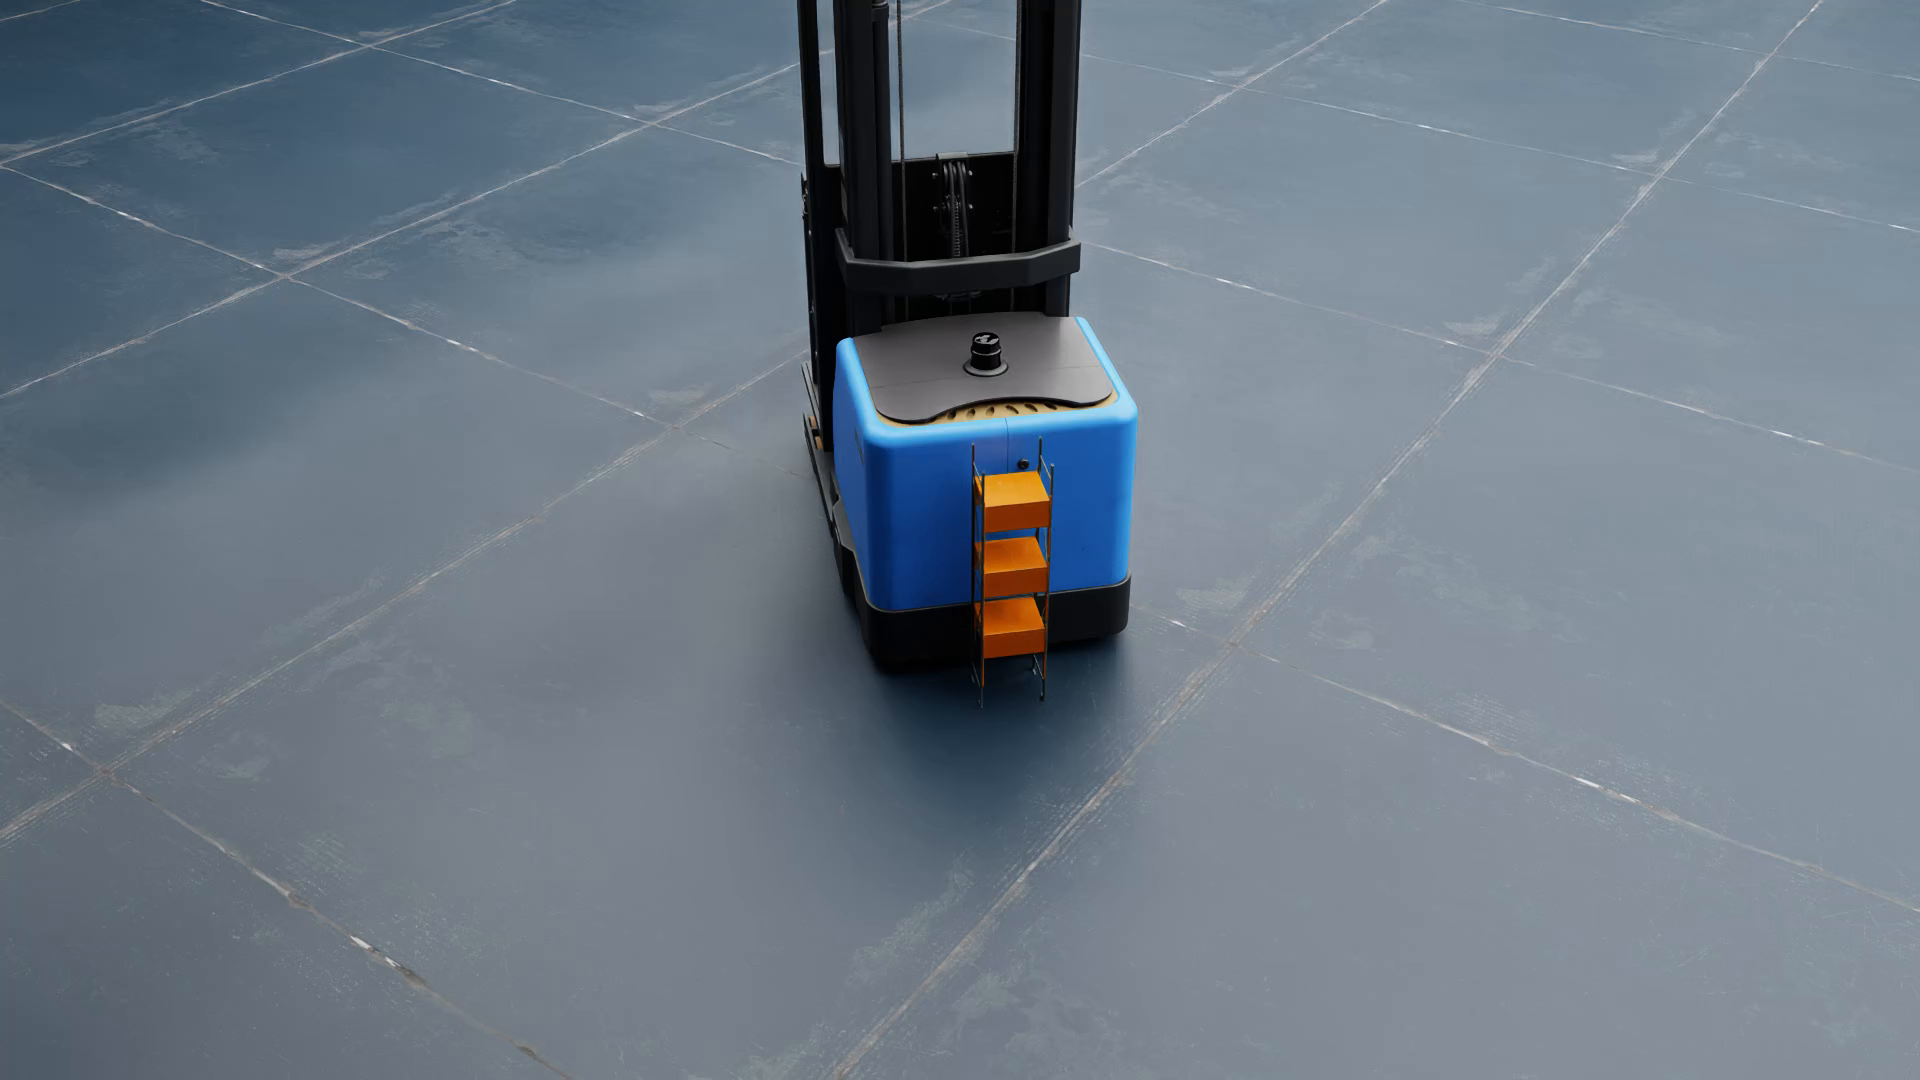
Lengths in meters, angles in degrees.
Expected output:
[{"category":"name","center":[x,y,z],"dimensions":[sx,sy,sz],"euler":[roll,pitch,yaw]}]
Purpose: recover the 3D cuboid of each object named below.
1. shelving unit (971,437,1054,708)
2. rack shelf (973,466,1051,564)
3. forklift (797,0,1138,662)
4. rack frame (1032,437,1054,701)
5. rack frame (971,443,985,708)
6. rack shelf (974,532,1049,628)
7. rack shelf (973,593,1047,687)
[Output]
[{"category":"shelving unit","center":[0.183,0.136,6.112],"dimensions":[0.252,1.050,0.215],"euler":[-6,35,-9]},{"category":"rack shelf","center":[0.183,-0.090,5.959],"dimensions":[0.240,0.259,0.215],"euler":[-6,35,-9]},{"category":"forklift","center":[-0.125,-1.560,6.941],"dimensions":[1.130,2.935,3.031],"euler":[-6,35,-9]},{"category":"rack frame","center":[0.303,0.123,6.130],"dimensions":[0.008,1.050,0.200],"euler":[-6,35,-9]},{"category":"rack frame","center":[0.063,0.149,6.093],"dimensions":[0.008,1.050,0.200],"euler":[-6,35,-9]},{"category":"rack shelf","center":[0.183,0.145,6.118],"dimensions":[0.240,0.259,0.215],"euler":[-6,35,-9]},{"category":"rack shelf","center":[0.183,0.375,6.273],"dimensions":[0.240,0.259,0.215],"euler":[-6,35,-9]}]
